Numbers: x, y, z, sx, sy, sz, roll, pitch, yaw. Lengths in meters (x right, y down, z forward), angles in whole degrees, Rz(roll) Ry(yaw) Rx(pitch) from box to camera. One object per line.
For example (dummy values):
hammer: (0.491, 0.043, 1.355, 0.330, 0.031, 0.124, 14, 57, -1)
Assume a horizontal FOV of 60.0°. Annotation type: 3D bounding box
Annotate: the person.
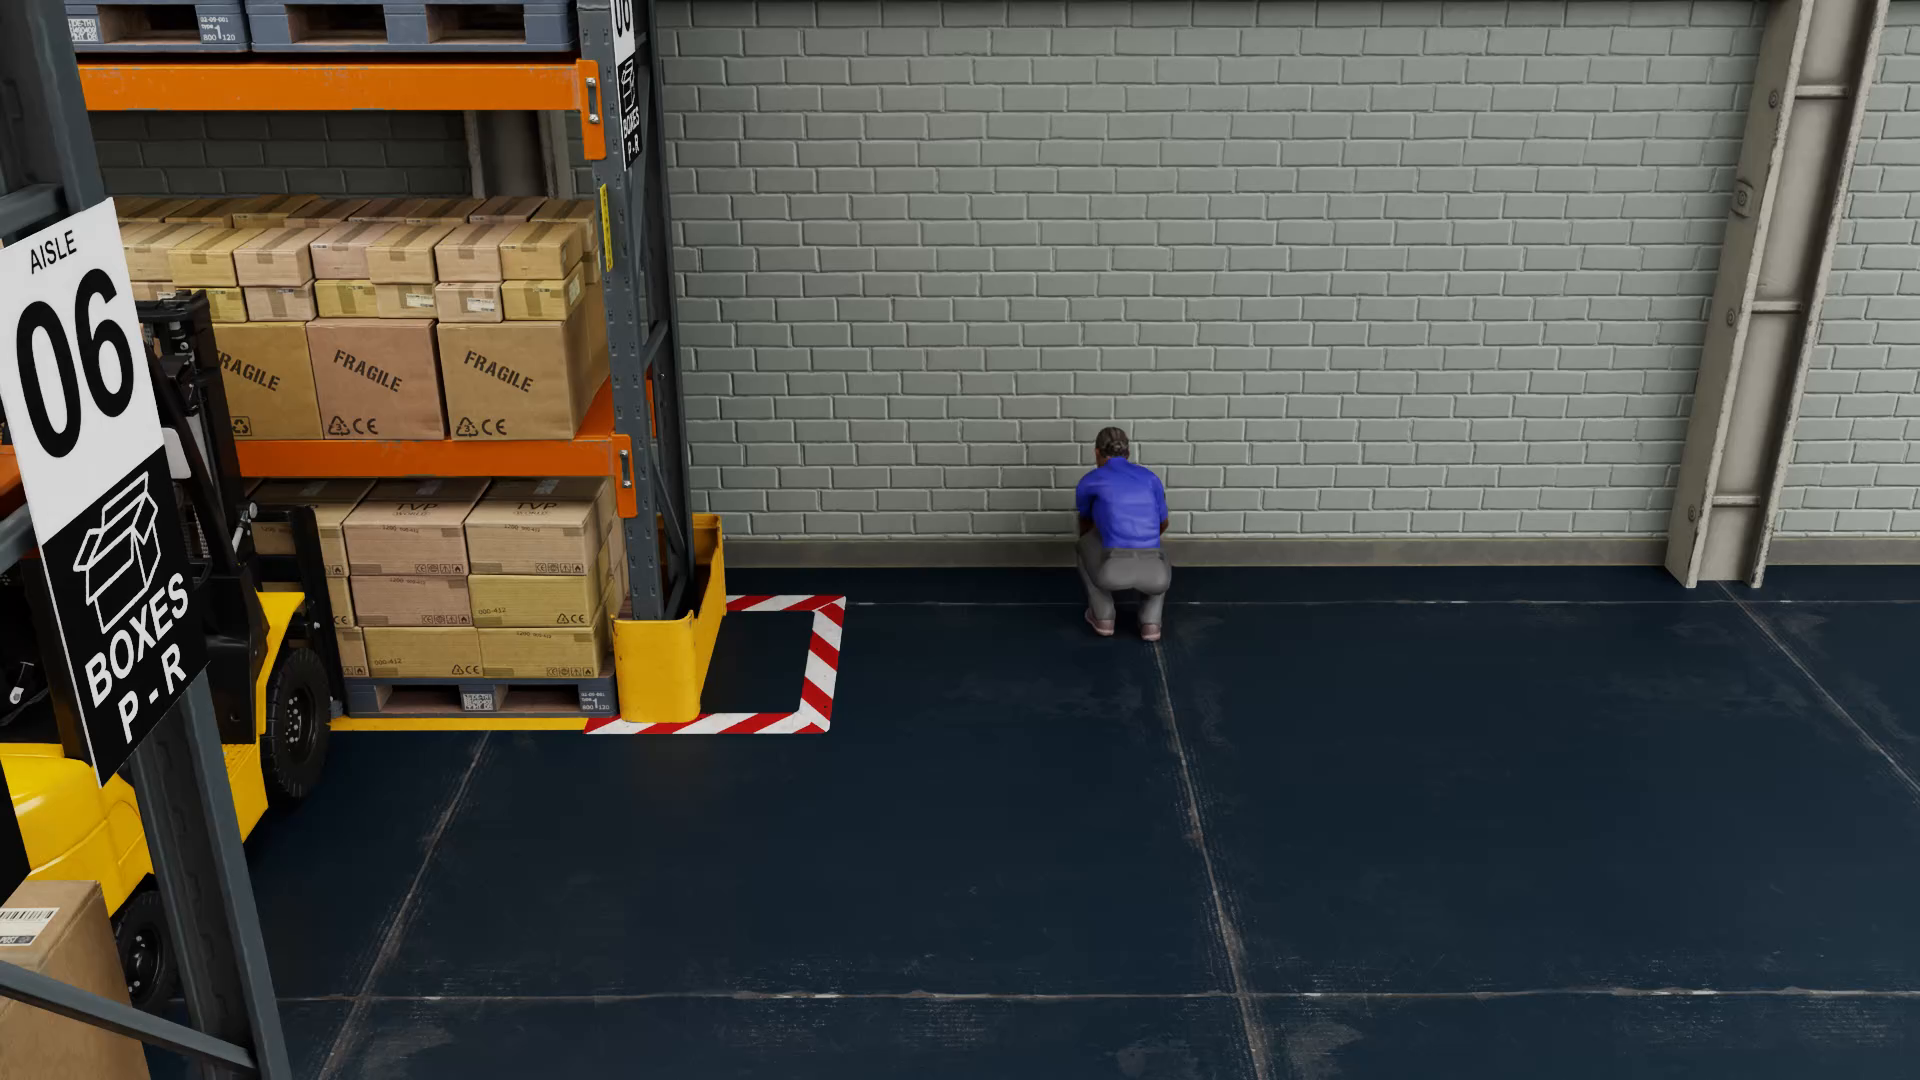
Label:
person: (0.802, -0.040, 8.103, 0.479, 0.933, 0.827, 0, 24, -1)
